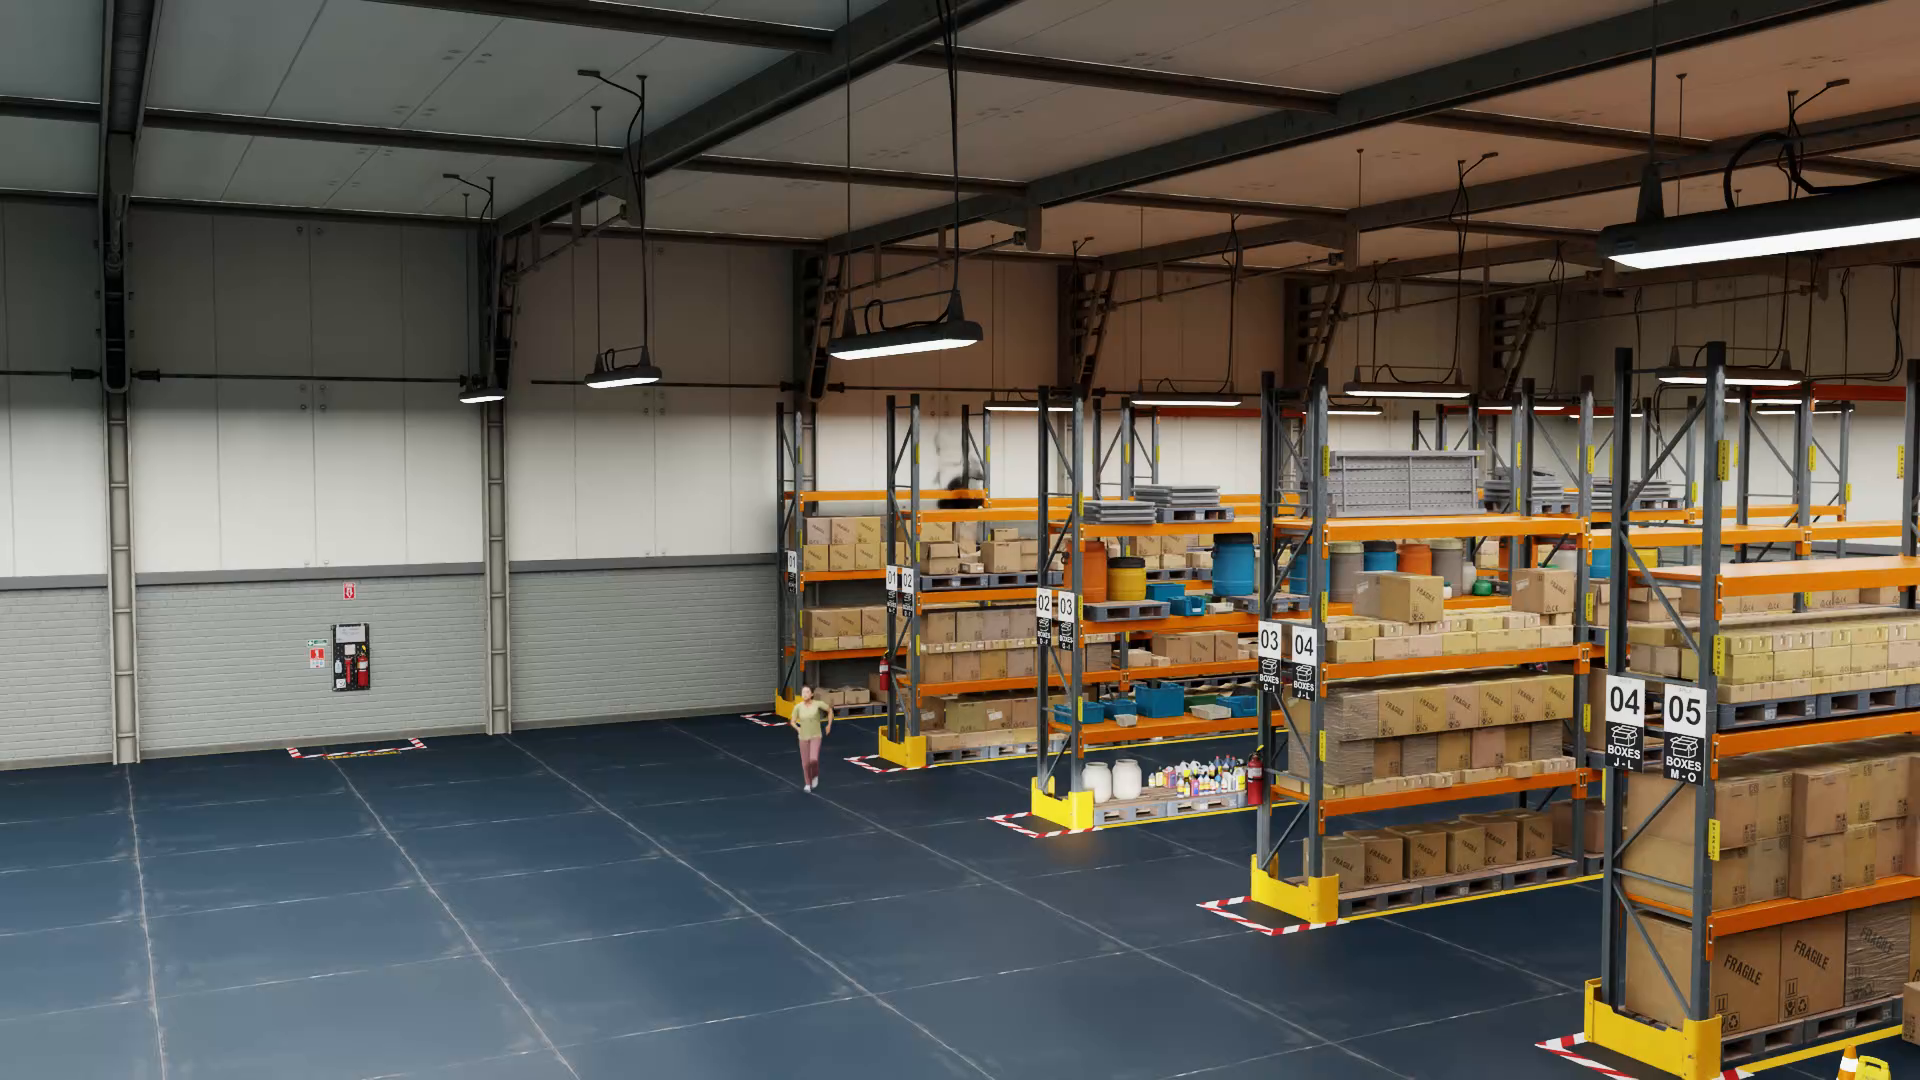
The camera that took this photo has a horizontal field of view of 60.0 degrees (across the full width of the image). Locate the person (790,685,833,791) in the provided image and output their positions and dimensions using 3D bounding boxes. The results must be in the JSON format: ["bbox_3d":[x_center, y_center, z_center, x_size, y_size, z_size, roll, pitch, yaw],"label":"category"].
[{"bbox_3d":[-2.214,2.948,24.656,0.596,1.622,0.716,0,3,6],"label":"person"}]
